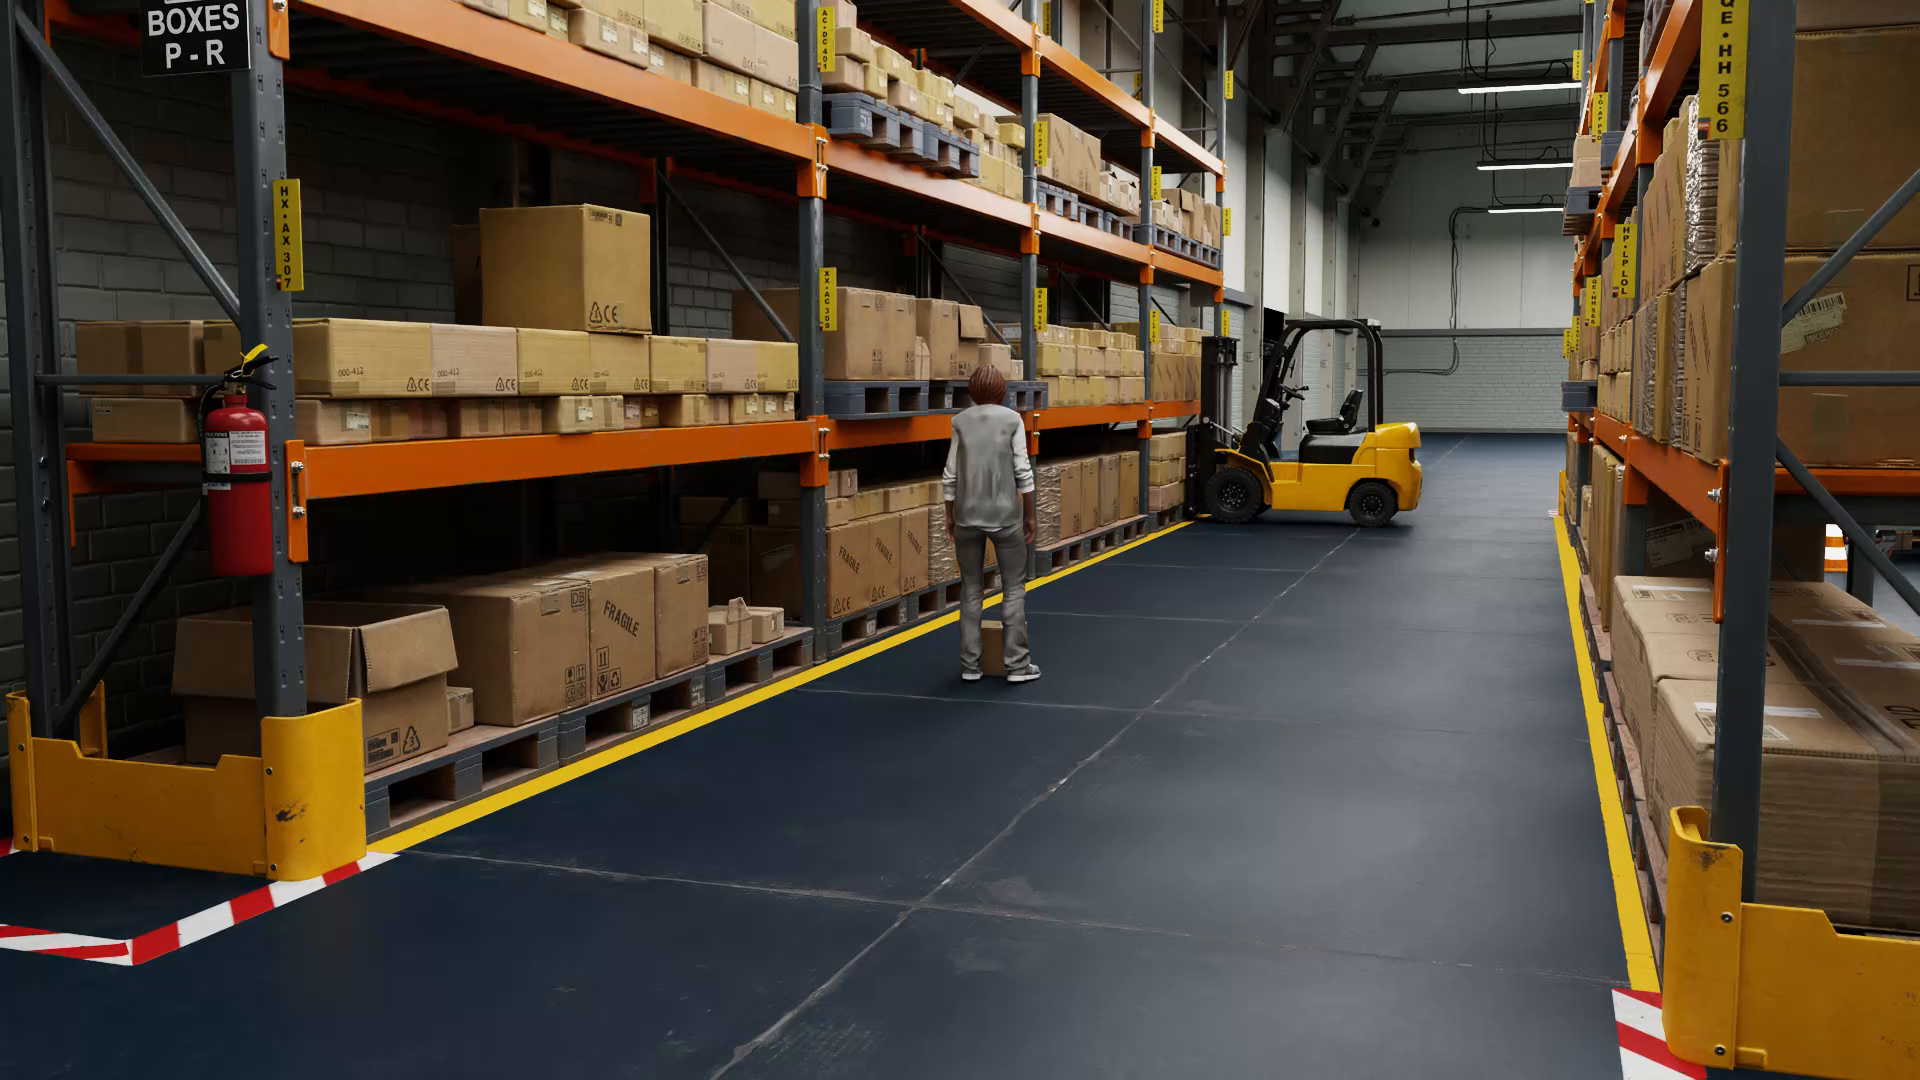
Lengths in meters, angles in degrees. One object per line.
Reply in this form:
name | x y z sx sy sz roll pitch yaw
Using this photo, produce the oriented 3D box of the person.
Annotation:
person | 0.151 -0.084 8.344 0.483 1.594 0.341 1 6 13
